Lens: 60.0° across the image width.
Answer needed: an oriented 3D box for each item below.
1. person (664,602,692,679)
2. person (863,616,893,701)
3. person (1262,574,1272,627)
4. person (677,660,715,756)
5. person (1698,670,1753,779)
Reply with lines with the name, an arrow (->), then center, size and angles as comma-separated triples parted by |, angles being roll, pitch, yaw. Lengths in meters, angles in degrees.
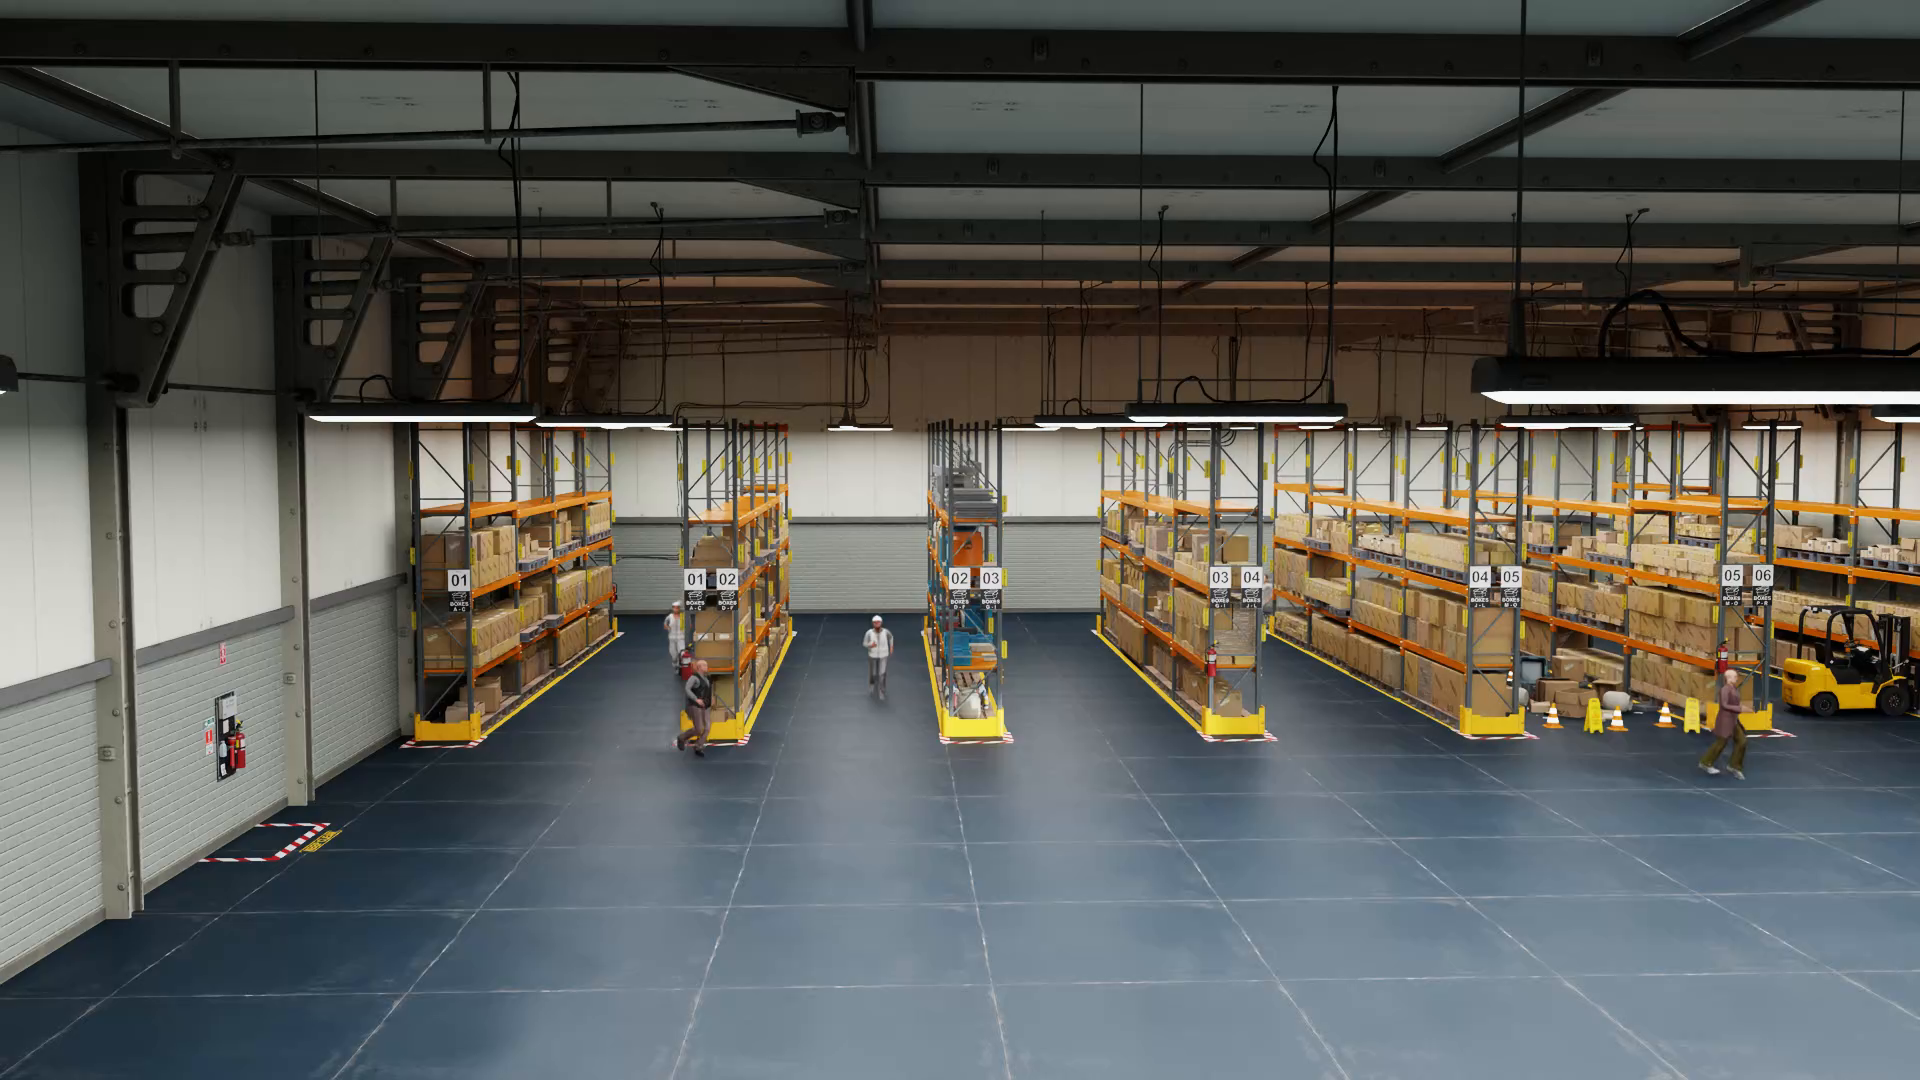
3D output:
person -> -6.608, 2.349, 38.853 | 0.634, 1.794, 0.655 | 0, 4, -4
person -> -1.772, 2.531, 36.003 | 0.665, 1.806, 0.954 | 0, 4, -5
person -> 8.859, 1.795, 48.690 | 0.578, 1.620, 0.625 | -2, 4, -26
person -> -4.692, 2.986, 29.748 | 0.666, 1.682, 0.693 | 2, 4, 27
person -> 12.782, 3.081, 27.668 | 0.805, 1.869, 0.735 | 3, 5, 43
